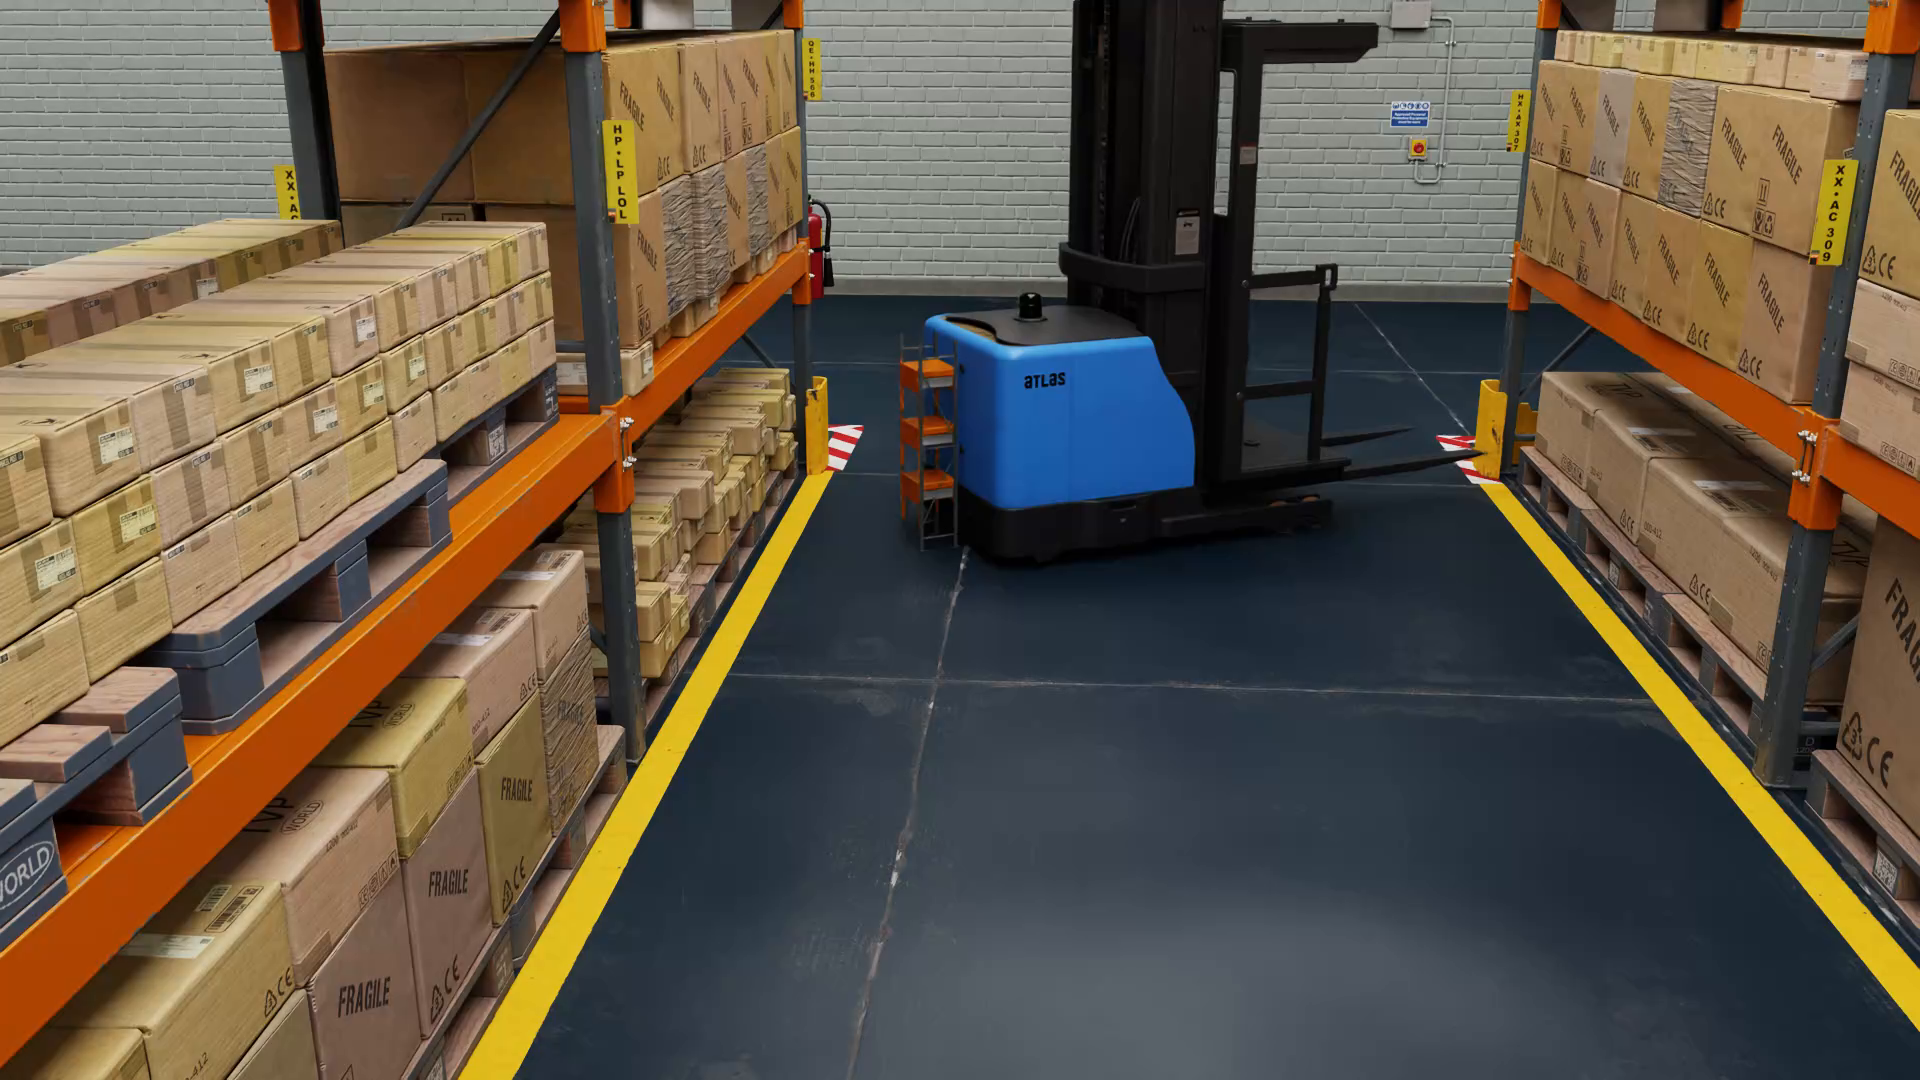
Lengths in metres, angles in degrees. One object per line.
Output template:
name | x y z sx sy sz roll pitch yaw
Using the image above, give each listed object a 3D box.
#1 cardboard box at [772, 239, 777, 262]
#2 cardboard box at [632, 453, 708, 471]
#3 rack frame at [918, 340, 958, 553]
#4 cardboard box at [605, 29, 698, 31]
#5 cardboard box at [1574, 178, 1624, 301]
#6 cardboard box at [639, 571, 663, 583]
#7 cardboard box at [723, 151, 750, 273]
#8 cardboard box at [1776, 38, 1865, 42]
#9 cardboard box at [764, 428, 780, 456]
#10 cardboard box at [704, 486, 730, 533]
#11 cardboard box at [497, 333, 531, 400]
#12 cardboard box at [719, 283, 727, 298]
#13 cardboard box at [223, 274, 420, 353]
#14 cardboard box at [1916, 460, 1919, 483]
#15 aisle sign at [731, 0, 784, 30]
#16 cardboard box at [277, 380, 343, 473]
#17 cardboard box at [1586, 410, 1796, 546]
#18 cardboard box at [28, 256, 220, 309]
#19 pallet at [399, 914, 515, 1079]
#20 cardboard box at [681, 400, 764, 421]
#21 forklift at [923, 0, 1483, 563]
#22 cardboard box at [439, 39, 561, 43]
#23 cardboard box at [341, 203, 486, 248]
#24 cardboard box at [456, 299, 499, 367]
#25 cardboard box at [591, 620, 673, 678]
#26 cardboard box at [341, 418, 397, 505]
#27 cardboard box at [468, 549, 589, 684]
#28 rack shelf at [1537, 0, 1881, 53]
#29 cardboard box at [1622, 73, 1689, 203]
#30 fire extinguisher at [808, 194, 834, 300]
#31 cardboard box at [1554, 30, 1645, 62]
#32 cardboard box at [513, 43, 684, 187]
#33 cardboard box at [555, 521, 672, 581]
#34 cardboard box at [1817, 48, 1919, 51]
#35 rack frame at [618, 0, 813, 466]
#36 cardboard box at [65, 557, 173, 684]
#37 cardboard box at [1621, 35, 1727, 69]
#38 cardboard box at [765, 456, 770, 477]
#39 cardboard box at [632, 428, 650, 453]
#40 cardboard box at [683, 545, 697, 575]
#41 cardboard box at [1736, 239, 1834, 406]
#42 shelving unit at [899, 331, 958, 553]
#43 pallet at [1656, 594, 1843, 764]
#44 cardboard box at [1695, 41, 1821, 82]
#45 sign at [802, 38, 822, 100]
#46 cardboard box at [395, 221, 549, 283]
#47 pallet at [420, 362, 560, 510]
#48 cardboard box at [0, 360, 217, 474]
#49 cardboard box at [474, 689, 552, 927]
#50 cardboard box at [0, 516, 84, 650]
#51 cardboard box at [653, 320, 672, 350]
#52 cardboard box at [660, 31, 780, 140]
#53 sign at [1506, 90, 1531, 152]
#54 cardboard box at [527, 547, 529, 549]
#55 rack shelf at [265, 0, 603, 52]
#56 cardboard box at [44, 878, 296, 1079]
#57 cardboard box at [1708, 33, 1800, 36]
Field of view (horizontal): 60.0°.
cardboard box | -1.160 -1.506 8.607 0.380 0.149 0.250 1 18 3
cardboard box | -1.335 -0.285 7.423 0.380 0.149 0.250 1 18 2
rack frame | -0.105 -0.450 8.109 0.200 1.050 0.008 -8 20 -22
cardboard box | -1.657 -2.419 8.743 0.500 0.500 0.500 1 18 4
cardboard box | 3.201 -1.398 7.713 0.500 0.500 0.500 1 18 4
cardboard box | -1.373 0.182 6.476 0.380 0.149 0.250 1 18 4
cardboard box | -1.251 -1.459 7.421 0.500 0.500 0.500 2 18 7
cardboard box | 3.684 -2.045 7.040 0.380 0.149 0.250 2 18 6
cardboard box | -1.149 -0.542 8.688 0.380 0.149 0.250 1 18 2
cardboard box | -1.245 -0.140 7.459 0.380 0.149 0.250 1 18 3
cardboard box | -1.496 -0.517 4.914 0.380 0.149 0.250 1 18 4
cardboard box | -1.285 -1.180 7.611 0.380 0.149 0.250 2 18 5
cardboard box | -1.560 -0.558 4.083 0.380 0.149 0.250 1 18 2
cardboard box | 2.967 -0.204 4.469 0.500 0.250 0.500 1 18 3
aisle sign | -1.056 -3.139 9.012 0.394 0.787 0.004 1 18 4
cardboard box | -1.592 -0.254 3.634 0.380 0.149 0.250 2 18 6
cardboard box | 3.580 -0.299 7.959 0.875 0.438 0.875 2 18 5
cardboard box | -2.189 -0.653 4.371 0.380 0.149 0.250 1 18 3
pallet | -1.786 1.301 4.113 1.003 0.211 1.213 1 18 4
cardboard box | -1.194 -0.606 8.405 0.380 0.149 0.250 1 18 2
forklift | 1.369 -1.567 8.499 3.031 2.935 1.130 -8 20 -22
cardboard box | -1.800 -1.781 6.797 0.500 0.500 0.500 2 18 5
cardboard box | -1.894 -0.991 5.992 0.500 0.500 0.500 1 18 4
cardboard box | -1.517 -0.580 4.628 0.380 0.149 0.250 2 18 6
cardboard box | -1.300 0.404 6.278 0.380 0.149 0.250 0 18 2
cardboard box | -1.568 -0.193 3.925 0.380 0.149 0.250 2 18 6
cardboard box | -1.448 0.223 5.060 0.500 0.250 0.500 1 18 2
rack shelf | 3.441 -2.271 6.876 1.077 0.370 4.000 1 18 4
cardboard box | 3.172 -1.713 7.068 0.500 0.500 0.500 1 18 4
fire extinguisher | -0.882 -1.742 9.645 0.296 0.674 0.183 1 18 4
cardboard box | 3.283 -2.536 8.536 0.380 0.149 0.250 2 18 5
cardboard box | -1.350 -1.606 6.262 0.500 0.500 0.500 1 18 2
cardboard box | -1.337 0.040 6.432 0.380 0.149 0.250 2 18 7
cardboard box | 3.129 -1.580 5.619 0.380 0.149 0.250 2 18 5
rack frame | -1.360 -1.888 9.368 1.000 3.000 0.127 1 18 4
cardboard box | -1.644 0.131 2.935 0.380 0.149 0.250 2 18 6
cardboard box | 3.235 -2.210 7.541 0.380 0.149 0.250 1 18 4
cardboard box | -1.212 -0.402 8.738 0.380 0.149 0.250 1 18 4
cardboard box | -1.747 -0.532 8.178 0.380 0.149 0.250 2 18 6
cardboard box | -1.363 0.078 7.271 0.380 0.149 0.250 1 18 2
cardboard box | 3.076 -0.764 5.776 0.500 0.500 0.500 1 18 4
shelving unit | -0.154 -0.485 8.216 0.215 1.050 0.252 -8 20 -22
pallet | 3.430 0.524 6.485 1.003 0.211 1.213 1 18 4
cardboard box | 3.157 -1.896 6.584 0.380 0.149 0.250 1 18 3
sign | -0.808 -2.570 9.081 0.100 0.325 0.005 1 18 4
cardboard box | -1.481 -0.880 5.064 0.380 0.149 0.250 2 18 6
pallet | -1.847 -0.320 4.892 1.003 0.211 1.213 1 18 4
cardboard box | -1.632 -0.231 3.086 0.380 0.149 0.250 2 18 6
cardboard box | -1.486 0.737 4.695 0.500 0.500 0.500 1 18 3
cardboard box | -1.666 0.062 2.667 0.380 0.149 0.250 1 18 2
cardboard box | -1.364 -0.857 6.625 0.380 0.149 0.250 0 18 1
cardboard box | -1.181 -2.247 8.219 0.500 0.500 0.500 1 18 2
sign | 3.031 -2.272 9.023 0.100 0.325 0.005 1 18 4
cardboard box | -1.902 0.030 6.462 0.380 0.149 0.250 2 18 5
rack shelf | -1.790 -1.108 3.326 1.077 0.370 4.000 1 18 4
cardboard box | -1.606 0.862 3.110 0.500 0.250 0.500 1 18 3
cardboard box | 3.830 -2.362 8.008 0.380 0.149 0.250 1 18 3
